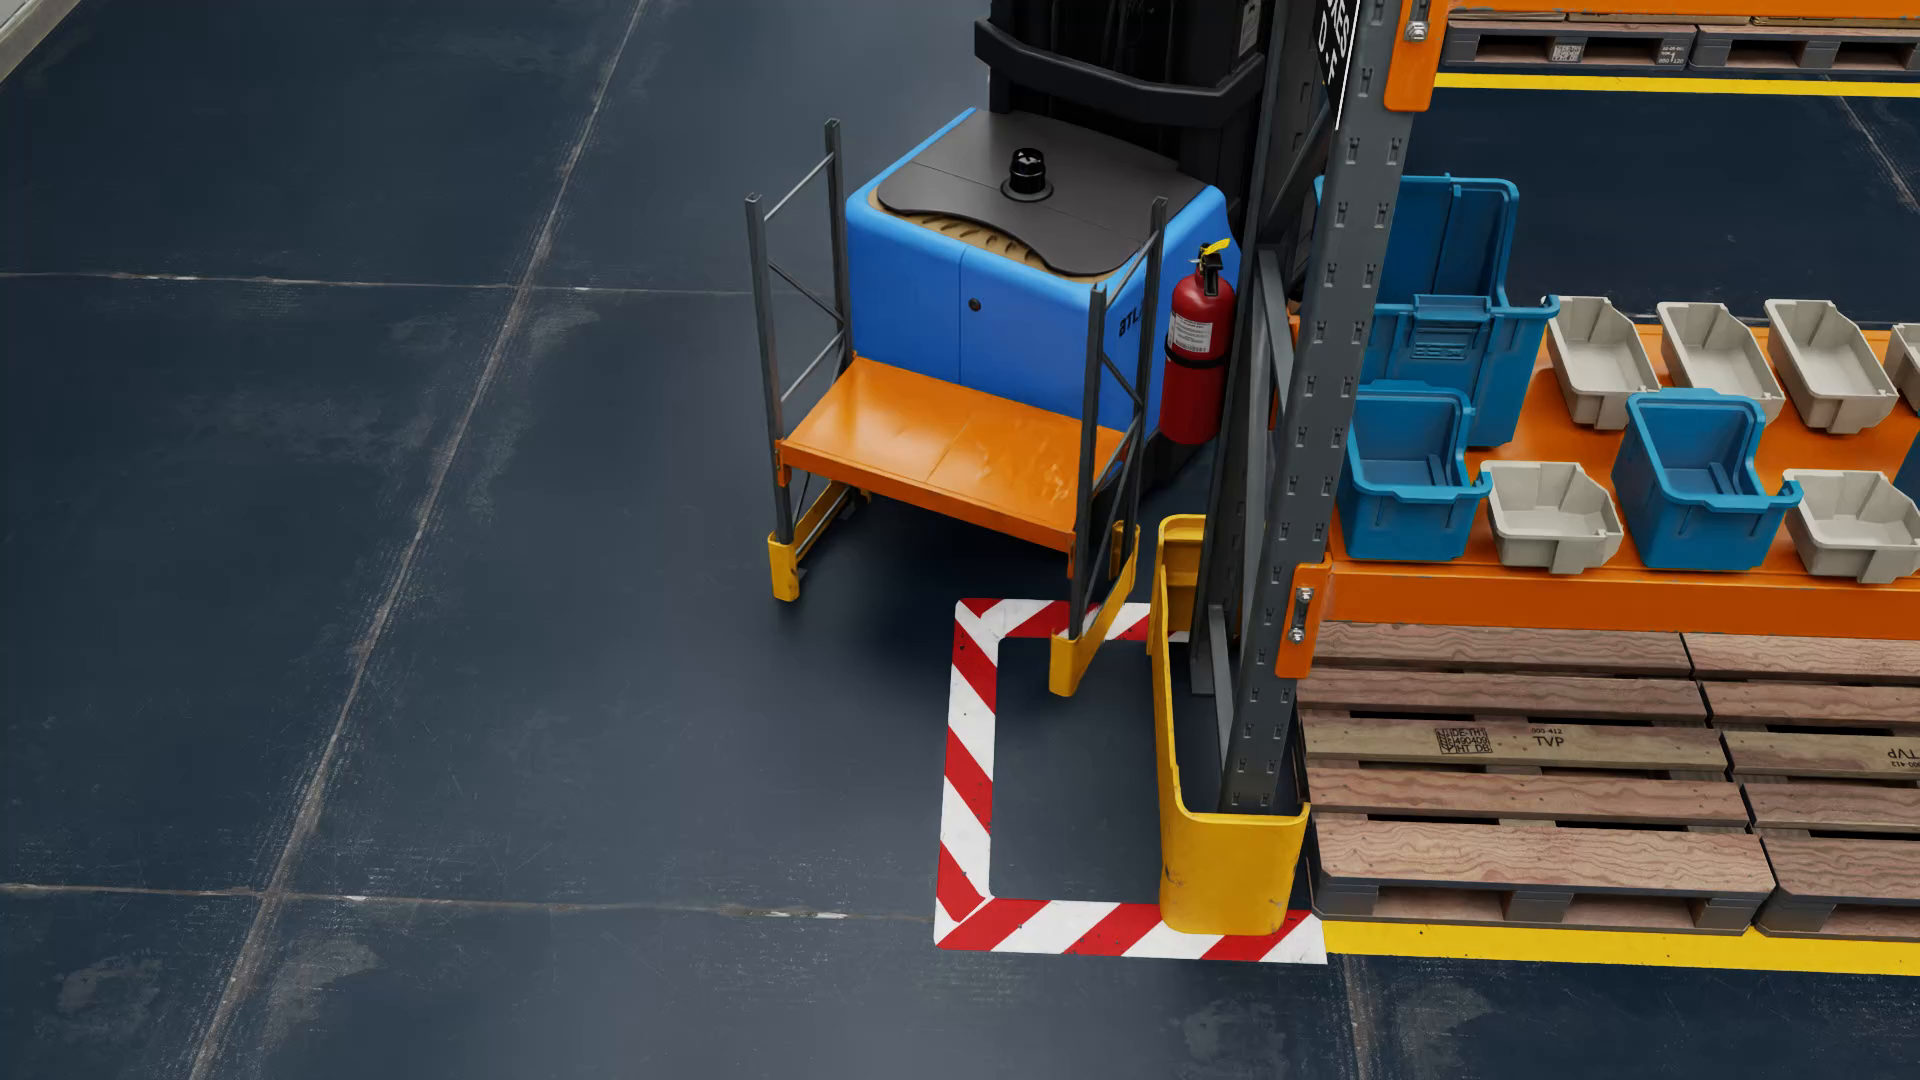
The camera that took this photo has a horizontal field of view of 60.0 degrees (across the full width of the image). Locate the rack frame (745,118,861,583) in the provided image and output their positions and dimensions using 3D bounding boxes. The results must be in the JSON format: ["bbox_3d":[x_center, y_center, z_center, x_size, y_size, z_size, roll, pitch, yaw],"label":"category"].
[{"bbox_3d":[-0.470,-0.531,5.220,0.032,1.500,0.500,18,46,18],"label":"rack frame"}]

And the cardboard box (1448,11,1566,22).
[{"bbox_3d":[2.553,-3.172,8.205,0.875,0.875,0.875,2,43,2],"label":"cardboard box"}]

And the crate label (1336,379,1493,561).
[{"bbox_3d":[1.010,-0.145,3.784,0.303,0.233,0.416,2,43,2],"label":"crate label"}]

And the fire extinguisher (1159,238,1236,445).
[{"bbox_3d":[0.648,-0.566,4.487,0.183,0.674,0.296,2,43,2],"label":"fire extinguisher"}]

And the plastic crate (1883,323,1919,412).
[{"bbox_3d":[2.466,-0.433,4.164,0.250,0.136,0.298,2,43,2],"label":"plastic crate"}]

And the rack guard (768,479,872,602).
[{"bbox_3d":[-0.469,-0.074,5.645,0.087,0.250,0.587,18,46,18],"label":"rack guard"}]

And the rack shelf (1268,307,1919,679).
[{"bbox_3d":[2.776,-0.092,4.176,4.000,0.370,1.077,2,43,2],"label":"rack shelf"}]

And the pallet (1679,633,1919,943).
[{"bbox_3d":[2.816,0.695,4.849,1.213,0.211,1.003,2,43,2],"label":"pallet"}]

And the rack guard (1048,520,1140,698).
[{"bbox_3d":[0.433,0.215,5.336,0.087,0.250,0.587,18,46,18],"label":"rack guard"}]

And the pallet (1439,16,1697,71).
[{"bbox_3d":[3.019,-2.758,8.556,1.213,0.211,1.003,2,43,2],"label":"pallet"}]

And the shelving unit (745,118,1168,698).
[{"bbox_3d":[-0.018,-0.387,5.065,1.083,1.500,0.587,18,46,18],"label":"shelving unit"}]

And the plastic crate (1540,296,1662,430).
[{"bbox_3d":[1.601,-0.440,4.171,0.243,0.136,0.396,2,43,2],"label":"plastic crate"}]

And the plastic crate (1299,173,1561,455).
[{"bbox_3d":[1.121,-0.568,4.089,0.499,0.435,0.616,2,43,2],"label":"plastic crate"}]

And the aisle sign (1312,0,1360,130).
[{"bbox_3d":[0.693,-1.167,2.895,0.004,0.787,0.394,2,43,2],"label":"aisle sign"}]

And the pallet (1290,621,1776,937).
[{"bbox_3d":[1.600,0.656,4.891,1.213,0.211,1.003,2,43,2],"label":"pallet"}]

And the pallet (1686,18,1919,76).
[{"bbox_3d":[4.241,-2.722,8.518,1.213,0.211,1.003,2,43,2],"label":"pallet"}]

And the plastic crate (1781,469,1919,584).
[{"bbox_3d":[2.004,-0.023,3.723,0.298,0.136,0.250,2,43,2],"label":"plastic crate"}]

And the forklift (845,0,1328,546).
[{"bbox_3d":[0.835,-2.023,5.771,1.130,2.935,3.031,24,48,24],"label":"forklift"}]

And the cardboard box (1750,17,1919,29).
[{"bbox_3d":[4.341,-3.117,8.146,0.875,0.875,0.875,2,43,2],"label":"cardboard box"}]

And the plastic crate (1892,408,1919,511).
[{"bbox_3d":[2.325,-0.105,3.741,0.300,0.233,0.416,2,43,2],"label":"plastic crate"}]

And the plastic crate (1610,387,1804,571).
[{"bbox_3d":[1.668,-0.125,3.762,0.300,0.233,0.416,2,43,2],"label":"plastic crate"}]

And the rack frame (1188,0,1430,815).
[{"bbox_3d":[0.778,-0.416,3.996,0.127,3.000,1.000,2,43,2],"label":"rack frame"}]

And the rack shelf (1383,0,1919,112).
[{"bbox_3d":[2.776,-1.189,3.153,4.000,0.370,1.077,2,43,2],"label":"rack shelf"}]

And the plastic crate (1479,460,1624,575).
[{"bbox_3d":[1.327,-0.044,3.746,0.298,0.136,0.250,2,43,2],"label":"plastic crate"}]

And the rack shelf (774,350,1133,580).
[{"bbox_3d":[-0.009,-0.252,5.184,1.000,0.185,0.538,18,46,18],"label":"rack shelf"}]

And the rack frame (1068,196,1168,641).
[{"bbox_3d":[0.451,-0.237,4.904,0.032,1.500,0.500,18,46,18],"label":"rack frame"}]

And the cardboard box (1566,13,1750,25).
[{"bbox_3d":[3.442,-3.145,8.176,0.875,0.875,0.875,2,43,2],"label":"cardboard box"}]

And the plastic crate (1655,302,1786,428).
[{"bbox_3d":[1.890,-0.421,4.151,0.243,0.136,0.396,2,43,2],"label":"plastic crate"}]

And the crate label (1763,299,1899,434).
[{"bbox_3d":[2.169,-0.429,4.160,0.243,0.136,0.396,2,43,2],"label":"crate label"}]

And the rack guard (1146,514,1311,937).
[{"bbox_3d":[0.753,0.506,4.840,0.348,0.500,1.175,2,43,2],"label":"rack guard"}]
